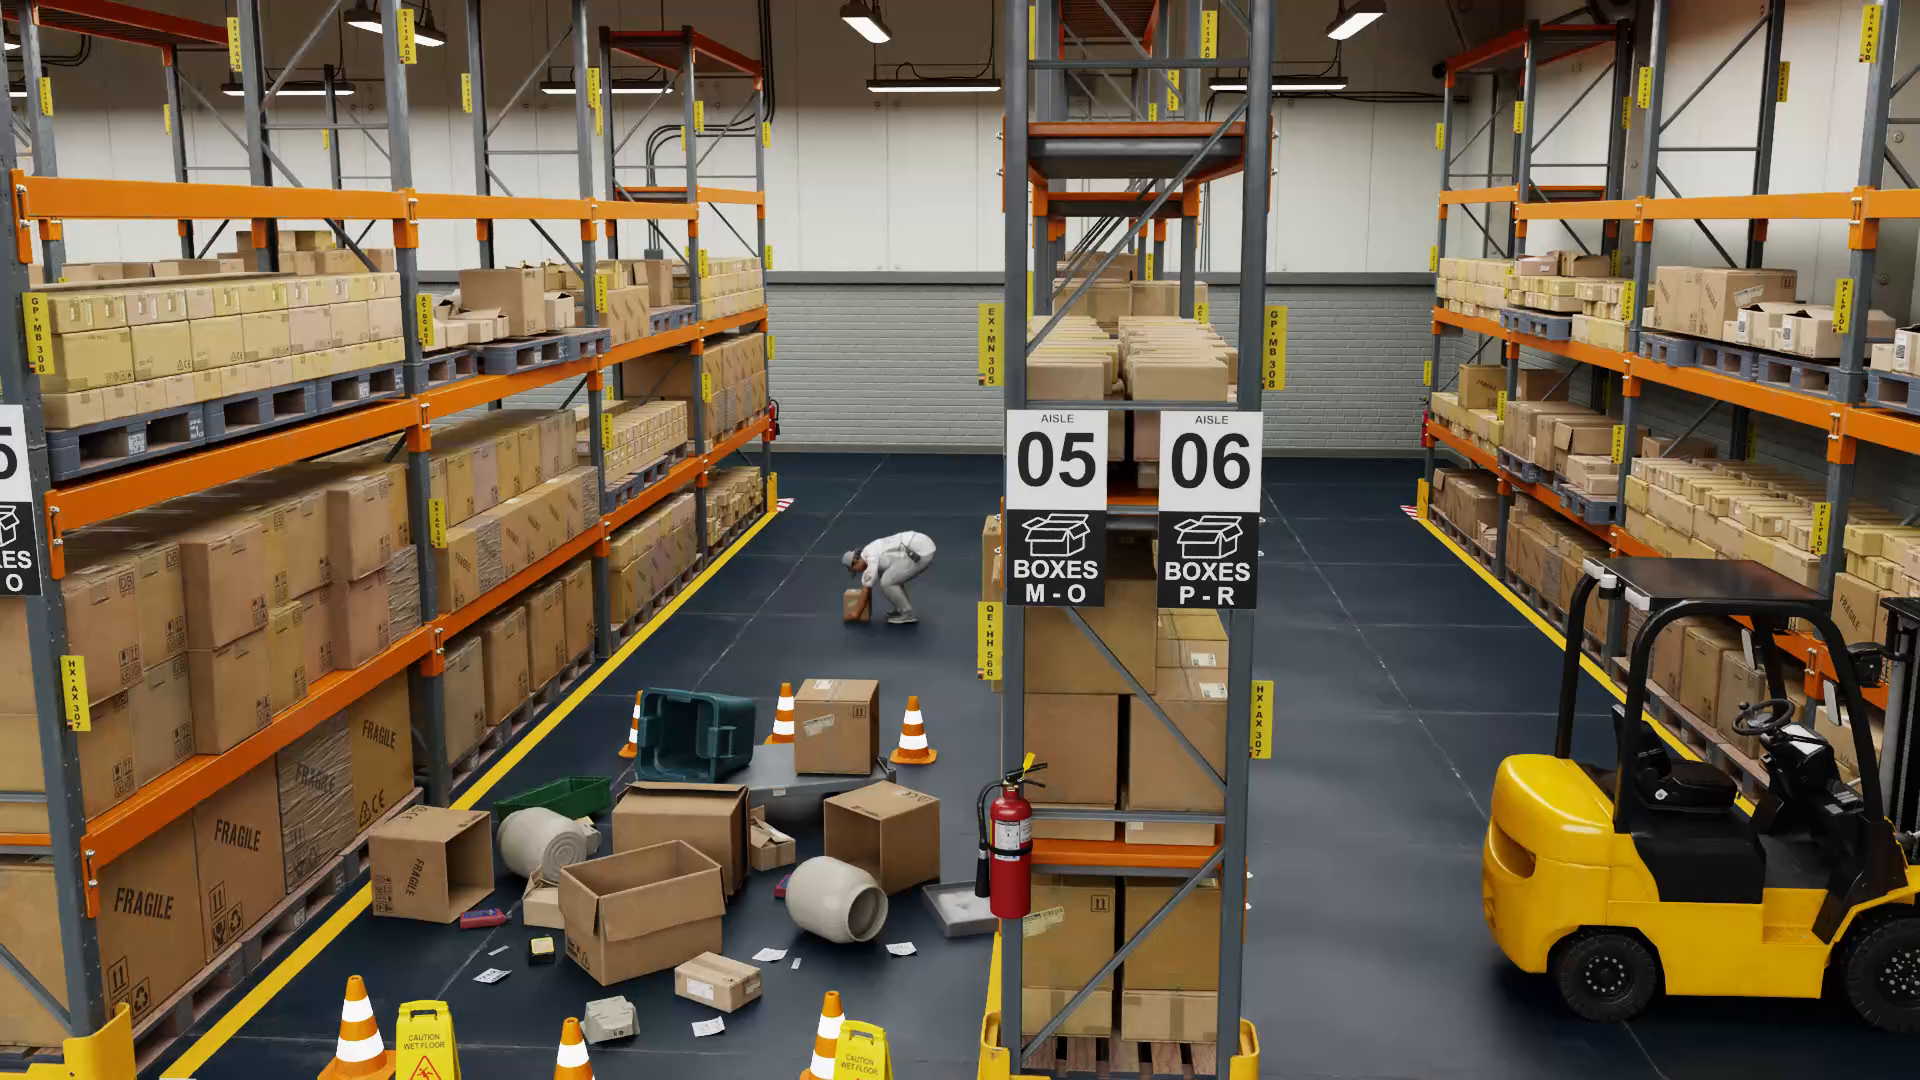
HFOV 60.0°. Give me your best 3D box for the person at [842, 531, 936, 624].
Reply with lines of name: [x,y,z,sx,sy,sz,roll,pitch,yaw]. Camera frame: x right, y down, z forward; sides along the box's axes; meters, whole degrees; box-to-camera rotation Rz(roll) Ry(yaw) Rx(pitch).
person: [-0.708,0.366,16.588,0.937,0.885,0.513,0,11,1]
